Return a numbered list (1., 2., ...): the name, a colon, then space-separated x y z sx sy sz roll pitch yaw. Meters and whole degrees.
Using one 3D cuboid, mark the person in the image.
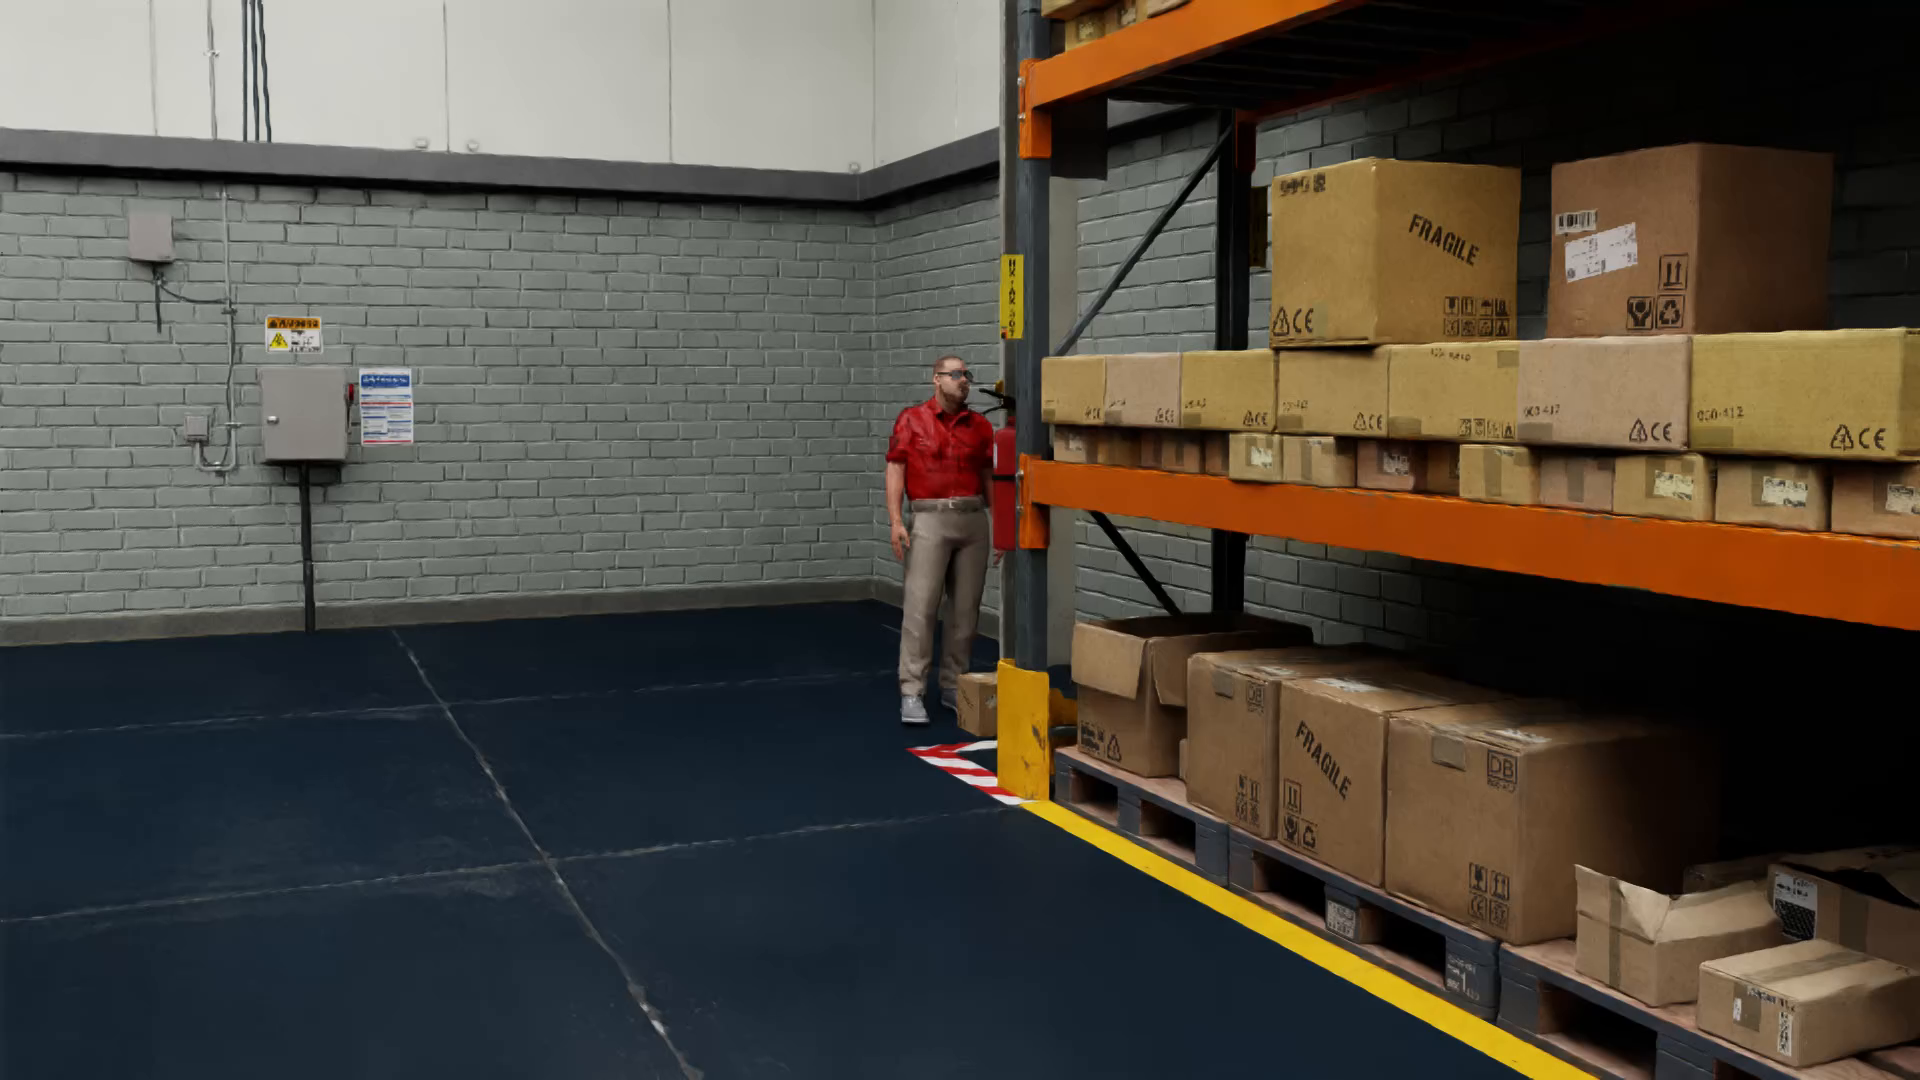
1. person: -0.041 -0.024 8.020 0.644 1.729 0.526 -2 6 -23
